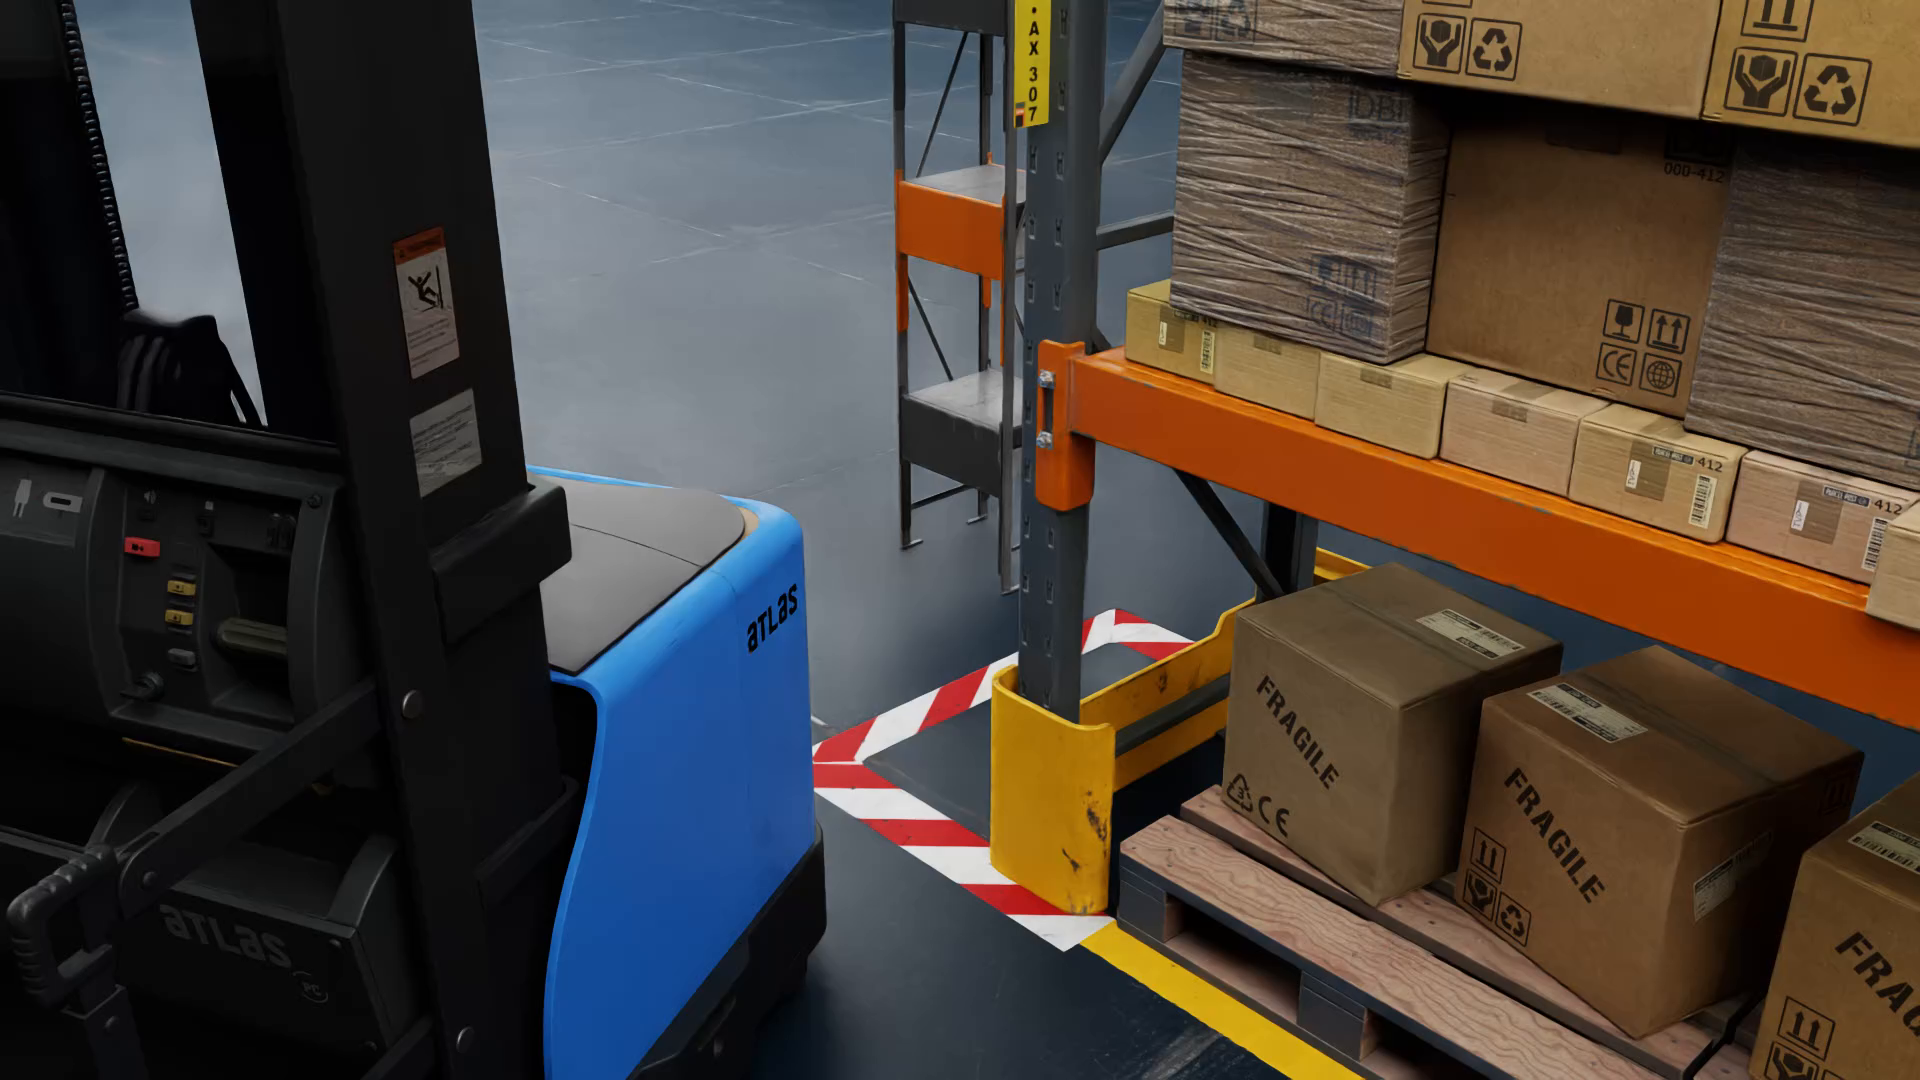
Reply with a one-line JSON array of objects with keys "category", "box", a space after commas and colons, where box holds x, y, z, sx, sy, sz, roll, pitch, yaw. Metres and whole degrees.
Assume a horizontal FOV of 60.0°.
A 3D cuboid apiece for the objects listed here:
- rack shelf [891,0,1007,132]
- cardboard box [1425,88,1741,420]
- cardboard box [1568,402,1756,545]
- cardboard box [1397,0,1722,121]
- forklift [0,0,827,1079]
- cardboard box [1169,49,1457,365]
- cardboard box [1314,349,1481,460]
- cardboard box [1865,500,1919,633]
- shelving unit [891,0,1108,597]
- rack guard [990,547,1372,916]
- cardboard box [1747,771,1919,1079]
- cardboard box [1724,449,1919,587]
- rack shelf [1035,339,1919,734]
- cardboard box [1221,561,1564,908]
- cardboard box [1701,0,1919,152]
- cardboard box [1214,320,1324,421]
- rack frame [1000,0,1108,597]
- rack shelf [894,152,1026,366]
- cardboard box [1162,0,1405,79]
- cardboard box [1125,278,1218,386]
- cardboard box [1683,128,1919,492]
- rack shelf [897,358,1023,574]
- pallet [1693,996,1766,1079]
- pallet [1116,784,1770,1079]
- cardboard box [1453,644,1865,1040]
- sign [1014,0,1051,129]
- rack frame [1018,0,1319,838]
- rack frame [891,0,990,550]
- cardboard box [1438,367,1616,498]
[{"category": "rack shelf", "box": [0.113, -1.530, 4.919, 0.431, 0.518, 0.480, -21, 32, -38]}, {"category": "cardboard box", "box": [1.324, -0.614, 3.002, 0.875, 0.500, 0.500, -21, 32, -38]}, {"category": "cardboard box", "box": [1.228, -0.148, 2.762, 0.380, 0.149, 0.250, -21, 32, -38]}, {"category": "cardboard box", "box": [1.052, -0.963, 2.563, 0.500, 0.500, 0.500, -21, 32, -38]}, {"category": "forklift", "box": [-1.297, 0.074, 2.056, 1.130, 2.935, 3.031, 9, 26, 19]}, {"category": "cardboard box", "box": [0.894, -0.731, 3.260, 0.875, 0.500, 0.500, -21, 32, -38]}, {"category": "cardboard box", "box": [0.876, -0.295, 3.086, 0.380, 0.149, 0.250, -21, 32, -38]}, {"category": "cardboard box", "box": [1.514, 0.026, 2.383, 0.380, 0.149, 0.250, -21, 32, -38]}, {"category": "shelving unit", "box": [0.113, -0.905, 5.204, 0.431, 2.100, 0.503, -21, 32, -38]}, {"category": "rack guard", "box": [0.590, 0.436, 4.193, 1.175, 0.500, 0.348, -21, 32, -38]}, {"category": "cardboard box", "box": [1.801, 0.782, 2.928, 0.500, 0.500, 0.500, -18, 30, -34]}, {"category": "cardboard box", "box": [1.418, -0.080, 2.613, 0.380, 0.149, 0.250, -21, 32, -38]}, {"category": "rack shelf", "box": [1.905, 0.208, 2.546, 1.077, 0.370, 4.000, -21, 32, -38]}, {"category": "cardboard box", "box": [0.953, 0.415, 3.731, 0.500, 0.500, 0.500, -15, 28, -29]}, {"category": "cardboard box", "box": [1.395, -0.812, 2.232, 0.500, 0.500, 0.500, -21, 32, -38]}, {"category": "cardboard box", "box": [0.716, -0.375, 3.261, 0.380, 0.149, 0.250, -21, 32, -38]}, {"category": "rack frame", "box": [0.280, -0.831, 5.042, 0.400, 2.100, 0.015, -21, 32, -38]}, {"category": "rack shelf", "box": [0.113, -0.893, 5.210, 0.431, 0.518, 0.480, -21, 32, -38]}, {"category": "cardboard box", "box": [0.715, -1.117, 2.900, 0.500, 0.500, 0.500, -21, 32, -38]}, {"category": "cardboard box", "box": [0.559, -0.456, 3.439, 0.380, 0.149, 0.250, -21, 32, -38]}, {"category": "cardboard box", "box": [1.634, -0.450, 2.643, 0.875, 0.500, 0.500, -21, 32, -38]}, {"category": "rack shelf", "box": [0.113, -0.256, 5.500, 0.431, 0.518, 0.480, -21, 32, -38]}, {"category": "pallet", "box": [1.950, 1.193, 2.881, 1.003, 0.211, 1.213, -21, 32, -38]}, {"category": "pallet", "box": [1.120, 0.823, 3.691, 1.003, 0.211, 1.213, -21, 32, -38]}, {"category": "cardboard box", "box": [1.387, 0.587, 3.355, 0.500, 0.500, 0.500, -12, 27, -25]}, {"category": "sign", "box": [0.143, -0.965, 3.207, 0.100, 0.325, 0.005, -21, 32, -38]}, {"category": "rack frame", "box": [0.538, -0.725, 3.725, 1.000, 3.000, 0.127, -21, 32, -38]}, {"category": "rack frame", "box": [-0.054, -0.979, 5.366, 0.400, 2.100, 0.015, -21, 32, -38]}, {"category": "cardboard box", "box": [1.062, -0.225, 2.933, 0.380, 0.149, 0.250, -21, 32, -38]}]
